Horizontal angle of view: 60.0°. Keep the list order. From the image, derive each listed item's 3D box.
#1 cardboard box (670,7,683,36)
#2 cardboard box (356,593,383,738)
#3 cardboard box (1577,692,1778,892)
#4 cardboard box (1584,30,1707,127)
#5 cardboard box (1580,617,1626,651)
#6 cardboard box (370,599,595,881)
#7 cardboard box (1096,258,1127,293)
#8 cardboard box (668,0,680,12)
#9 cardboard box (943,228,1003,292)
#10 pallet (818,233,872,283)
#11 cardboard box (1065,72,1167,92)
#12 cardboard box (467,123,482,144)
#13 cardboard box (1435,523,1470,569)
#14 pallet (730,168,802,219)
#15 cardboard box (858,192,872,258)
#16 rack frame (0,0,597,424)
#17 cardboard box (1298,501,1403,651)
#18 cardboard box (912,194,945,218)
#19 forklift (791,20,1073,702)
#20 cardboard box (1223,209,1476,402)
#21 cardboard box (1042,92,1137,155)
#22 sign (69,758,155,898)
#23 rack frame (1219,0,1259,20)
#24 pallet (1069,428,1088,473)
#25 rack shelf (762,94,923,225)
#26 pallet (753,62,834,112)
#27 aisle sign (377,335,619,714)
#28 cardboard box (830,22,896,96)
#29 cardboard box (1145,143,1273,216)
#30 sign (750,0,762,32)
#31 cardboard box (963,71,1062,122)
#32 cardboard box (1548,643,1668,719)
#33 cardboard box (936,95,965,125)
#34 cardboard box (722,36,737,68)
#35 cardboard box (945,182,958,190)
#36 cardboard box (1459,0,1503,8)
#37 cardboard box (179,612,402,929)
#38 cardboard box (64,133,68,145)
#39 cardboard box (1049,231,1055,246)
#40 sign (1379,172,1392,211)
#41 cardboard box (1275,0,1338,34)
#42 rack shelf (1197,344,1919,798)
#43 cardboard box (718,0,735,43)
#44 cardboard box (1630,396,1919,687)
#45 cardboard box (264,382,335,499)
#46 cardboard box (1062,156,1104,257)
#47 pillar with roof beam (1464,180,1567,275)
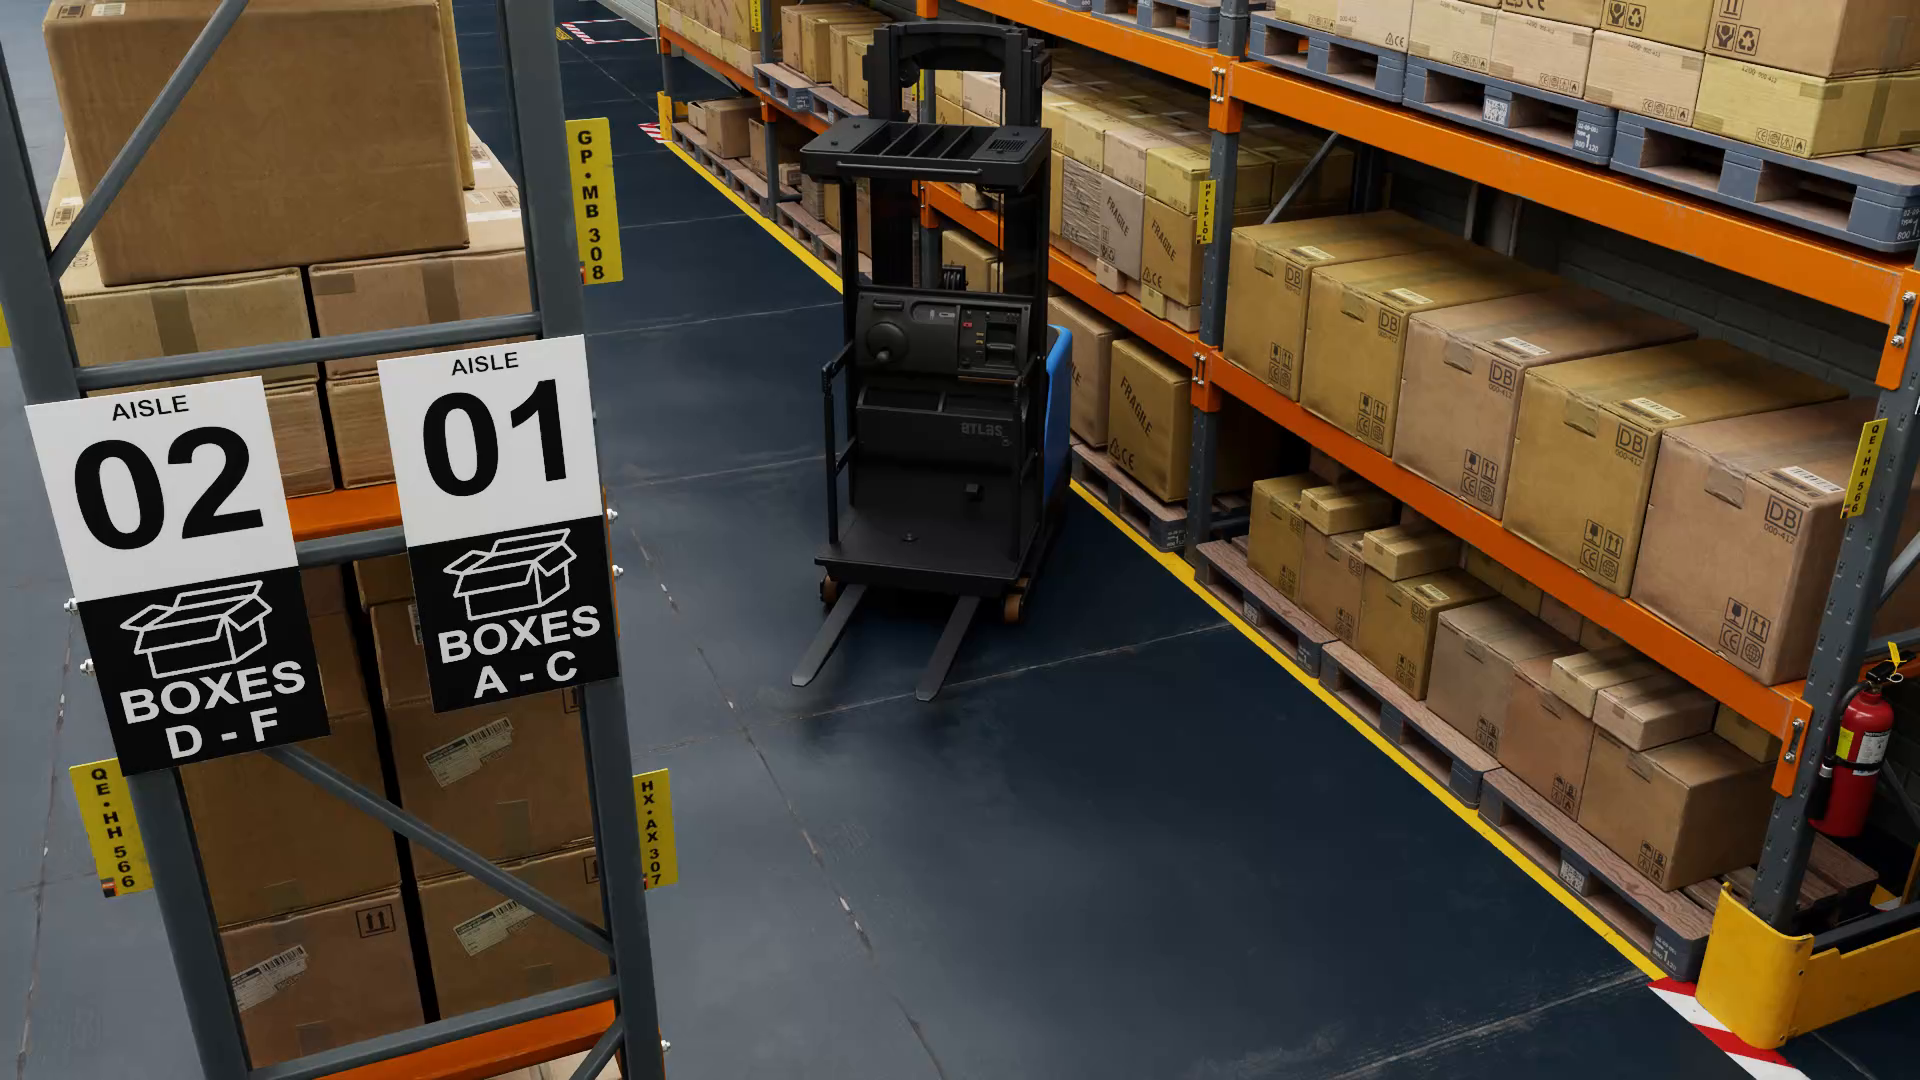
[{"bbox_3d":[-2.821,-5.624,17.998,0.500,0.250,0.500,-11,28,-22],"label":"cardboard box"},{"bbox_3d":[-1.753,0.289,5.626,0.500,0.500,0.500,-10,28,-20],"label":"cardboard box"},{"bbox_3d":[2.964,0.987,6.679,0.700,0.500,0.500,-11,28,-21],"label":"cardboard box"},{"bbox_3d":[2.594,-1.656,5.882,0.500,0.250,0.500,-12,28,-23],"label":"cardboard box"},{"bbox_3d":[2.900,0.406,7.130,0.380,0.149,0.250,-10,28,-20],"label":"cardboard box"},{"bbox_3d":[-1.158,0.452,4.152,0.500,0.500,0.500,-10,28,-19],"label":"cardboard box"},{"bbox_3d":[1.032,-1.587,9.846,0.380,0.149,0.250,-11,28,-21],"label":"cardboard box"},{"bbox_3d":[-2.841,-5.974,17.860,0.500,0.500,0.500,-10,28,-20],"label":"cardboard box"},{"bbox_3d":[0.364,-1.815,12.020,0.750,0.750,0.750,-11,28,-21],"label":"cardboard box"},{"bbox_3d":[-0.582,-2.466,14.560,1.003,0.211,1.213,-11,28,-21],"label":"pallet"},{"bbox_3d":[1.011,-2.880,10.900,0.500,0.250,0.500,-11,28,-22],"label":"cardboard box"},{"bbox_3d":[-1.579,-0.990,4.542,0.500,0.250,0.500,-11,28,-21],"label":"cardboard box"},{"bbox_3d":[2.498,-0.006,7.974,0.380,0.149,0.250,-10,28,-20],"label":"cardboard box"},{"bbox_3d":[-1.665,-3.538,16.756,1.003,0.211,1.213,-11,28,-21],"label":"pallet"},{"bbox_3d":[-0.448,-2.691,14.191,0.700,0.500,0.500,-11,28,-21],"label":"cardboard box"},{"bbox_3d":[-1.227,-1.525,2.617,1.000,3.000,0.127,-11,28,-21],"label":"rack frame"},{"bbox_3d":[2.156,0.161,8.372,0.700,0.500,0.500,-11,28,-21],"label":"cardboard box"},{"bbox_3d":[-0.299,-2.845,13.652,0.500,0.250,0.500,-10,28,-20],"label":"cardboard box"},{"bbox_3d":[-0.137,-1.050,8.559,1.130,2.935,3.031,6,27,11],"label":"forklift"},{"bbox_3d":[1.961,-1.210,8.467,0.980,0.700,0.700,-10,28,-20],"label":"cardboard box"},{"bbox_3d":[0.754,-2.585,10.296,0.500,0.250,0.500,-11,28,-22],"label":"cardboard box"},{"bbox_3d":[-1.745,0.596,3.431,0.100,0.325,0.005,-11,28,-21],"label":"sign"},{"bbox_3d":[1.763,-3.992,7.671,1.000,3.000,0.127,-11,28,-21],"label":"rack frame"},{"bbox_3d":[0.910,-0.835,11.220,1.003,0.211,1.213,-11,28,-21],"label":"pallet"},{"bbox_3d":[-0.586,-3.396,14.106,1.077,0.370,4.000,-11,28,-21],"label":"rack shelf"},{"bbox_3d":[-1.204,-4.107,14.961,1.003,0.211,1.213,-11,28,-21],"label":"pallet"},{"bbox_3d":[-0.930,-0.020,3.410,0.394,0.787,0.004,-11,28,-21],"label":"aisle sign"},{"bbox_3d":[-0.703,-4.070,14.052,0.700,0.500,0.500,-7,27,-14],"label":"cardboard box"},{"bbox_3d":[1.345,-1.966,9.027,0.500,0.250,0.500,-10,28,-19],"label":"cardboard box"},{"bbox_3d":[-1.866,-4.819,15.214,0.100,0.325,0.005,-11,28,-21],"label":"sign"},{"bbox_3d":[0.349,-2.992,11.128,0.500,0.250,0.500,-11,28,-21],"label":"cardboard box"},{"bbox_3d":[2.645,0.572,6.790,0.380,0.149,0.250,-10,28,-19],"label":"cardboard box"},{"bbox_3d":[0.152,-2.859,11.711,0.500,0.500,0.500,-10,28,-19],"label":"cardboard box"},{"bbox_3d":[-2.021,-4.810,16.330,0.500,0.250,0.500,-10,28,-20],"label":"cardboard box"},{"bbox_3d":[0.113,-2.635,11.991,0.380,0.149,0.250,-11,28,-21],"label":"cardboard box"},{"bbox_3d":[2.190,-2.407,6.566,0.500,0.500,0.500,-10,28,-20],"label":"cardboard box"},{"bbox_3d":[-1.654,0.544,3.963,0.500,0.500,0.500,-11,28,-21],"label":"cardboard box"},{"bbox_3d":[-2.253,-1.103,4.773,0.500,0.250,0.500,-11,28,-21],"label":"cardboard box"},{"bbox_3d":[0.723,-2.017,10.727,0.380,0.149,0.250,-10,28,-20],"label":"cardboard box"},{"bbox_3d":[2.273,-1.817,8.976,0.100,0.325,0.005,-11,28,-21],"label":"sign"},{"bbox_3d":[1.791,-2.487,7.583,0.500,0.250,0.500,-11,28,-21],"label":"cardboard box"},{"bbox_3d":[2.547,-0.166,7.491,1.077,0.370,4.000,-11,28,-21],"label":"rack shelf"},{"bbox_3d":[-2.040,-5.143,16.158,0.500,0.500,0.500,-11,28,-21],"label":"cardboard box"},{"bbox_3d":[3.121,-0.021,6.032,0.980,0.700,0.700,-9,28,-18],"label":"cardboard box"},{"bbox_3d":[-1.670,-0.272,3.640,0.500,0.250,0.500,-11,28,-21],"label":"cardboard box"},{"bbox_3d":[0.953,-2.036,10.025,0.500,0.500,0.500,-11,28,-20],"label":"cardboard box"},{"bbox_3d":[-1.128,-3.119,5.881,9.100,9.000,0.400,-11,28,-21],"label":"pillar with roof beam"}]
